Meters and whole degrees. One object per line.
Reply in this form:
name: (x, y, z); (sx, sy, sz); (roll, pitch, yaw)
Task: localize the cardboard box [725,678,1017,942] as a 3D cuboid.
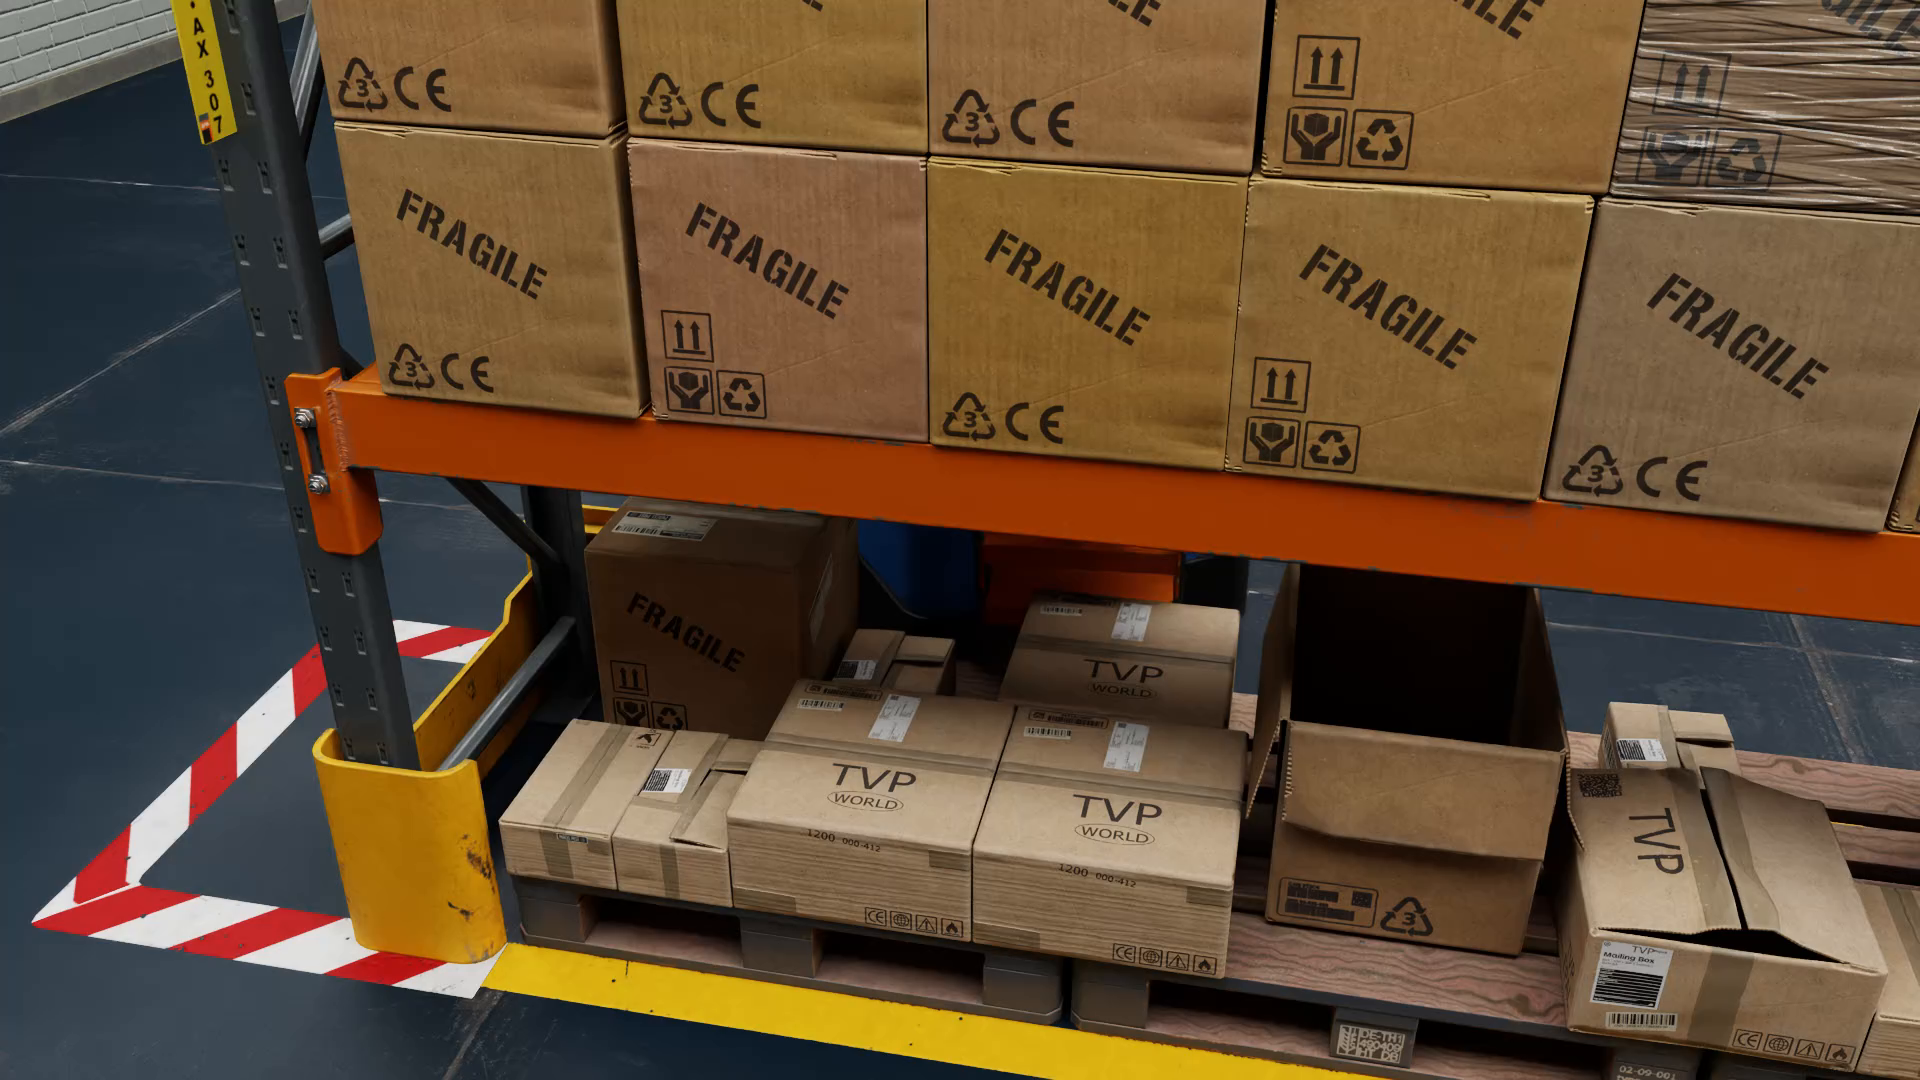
cardboard box: (-0.170, 0.556, 3.517); (0.500, 0.250, 0.500); (6, 29, 11)

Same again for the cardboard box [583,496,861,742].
cardboard box: (-0.548, 0.147, 4.003); (0.500, 0.500, 0.500); (6, 29, 11)

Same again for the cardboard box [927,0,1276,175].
cardboard box: (0.249, -0.908, 2.640); (0.500, 0.500, 0.500); (6, 29, 11)

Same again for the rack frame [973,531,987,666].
rack frame: (0.055, -0.071, 4.056); (0.015, 1.200, 0.240); (3, 41, 7)

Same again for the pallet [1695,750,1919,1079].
pallet: (2.109, 0.860, 3.460); (1.213, 0.211, 1.003); (6, 29, 11)

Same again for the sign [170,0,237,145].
sign: (-1.245, -0.820, 2.723); (0.005, 0.325, 0.100); (6, 29, 11)

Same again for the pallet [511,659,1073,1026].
pallet: (-0.277, 0.615, 3.907); (1.213, 0.211, 1.003); (6, 29, 11)

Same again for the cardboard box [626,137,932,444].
cardboard box: (-0.247, -0.522, 2.975); (0.500, 0.500, 0.500); (6, 29, 10)

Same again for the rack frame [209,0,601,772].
rack frame: (-1.131, -0.695, 3.397); (0.127, 3.000, 1.000); (6, 29, 11)

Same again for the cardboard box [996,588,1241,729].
cardboard box: (0.375, 0.366, 3.863); (0.500, 0.250, 0.500); (6, 29, 11)

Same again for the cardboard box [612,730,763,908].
cardboard box: (-0.549, 0.583, 3.554); (0.250, 0.166, 0.380); (6, 29, 11)

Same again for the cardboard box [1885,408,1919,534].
cardboard box: (1.734, -0.319, 2.605); (0.500, 0.500, 0.500); (7, 29, 12)

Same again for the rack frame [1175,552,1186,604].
rack frame: (0.539, -0.045, 3.998); (0.015, 1.200, 0.240); (3, 41, 7)

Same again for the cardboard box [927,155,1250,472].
cardboard box: (0.243, -0.470, 2.881); (0.500, 0.500, 0.500); (6, 29, 10)

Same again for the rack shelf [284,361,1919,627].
rack shelf: (0.824, -0.179, 3.203); (4.000, 0.370, 1.077); (6, 29, 11)

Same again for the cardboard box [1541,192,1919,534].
cardboard box: (1.231, -0.369, 2.697); (0.500, 0.500, 0.500); (7, 29, 12)

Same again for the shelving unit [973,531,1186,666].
shelving unit: (0.297, -0.058, 4.027); (0.503, 1.200, 0.258); (3, 41, 7)

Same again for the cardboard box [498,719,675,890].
cardboard box: (-0.794, 0.565, 3.604); (0.250, 0.149, 0.380); (6, 29, 11)

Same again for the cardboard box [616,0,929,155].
cardboard box: (-0.240, -0.961, 2.736); (0.500, 0.500, 0.500); (6, 29, 11)

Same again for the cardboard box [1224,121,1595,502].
cardboard box: (0.732, -0.419, 2.788); (0.500, 0.500, 0.500); (6, 29, 11)

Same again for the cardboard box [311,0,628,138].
cardboard box: (-0.753, -1.010, 2.825); (0.500, 0.500, 0.500); (7, 29, 12)

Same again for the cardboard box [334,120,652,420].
cardboard box: (-0.753, -0.571, 3.065); (0.500, 0.500, 0.500); (6, 29, 12)

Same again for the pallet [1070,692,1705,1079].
pallet: (0.912, 0.738, 3.682); (1.213, 0.211, 1.003); (6, 29, 11)

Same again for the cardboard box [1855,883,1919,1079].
cardboard box: (1.785, 0.830, 3.121); (0.250, 0.149, 0.380); (6, 29, 11)

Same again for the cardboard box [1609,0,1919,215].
cardboard box: (1.237, -0.807, 2.454); (0.500, 0.500, 0.500); (6, 29, 11)

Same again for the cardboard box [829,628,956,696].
cardboard box: (-0.171, 0.376, 3.932); (0.250, 0.166, 0.380); (6, 29, 11)

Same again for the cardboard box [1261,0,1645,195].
cardboard box: (0.746, -0.858, 2.548); (0.500, 0.500, 0.500); (6, 29, 10)

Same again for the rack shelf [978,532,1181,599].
rack shelf: (0.300, -0.007, 4.071); (0.480, 0.148, 0.258); (3, 41, 7)

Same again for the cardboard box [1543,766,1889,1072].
cardboard box: (1.430, 0.693, 3.202); (0.500, 0.311, 0.500); (6, 29, 11)

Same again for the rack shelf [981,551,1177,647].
rack shelf: (0.307, 0.144, 4.200); (0.480, 0.148, 0.258); (3, 41, 7)

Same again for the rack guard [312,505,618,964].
rack guard: (-1.057, 0.409, 3.983); (0.348, 0.500, 1.175); (6, 29, 11)

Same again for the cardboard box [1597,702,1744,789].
cardboard box: (1.567, 0.530, 3.651); (0.250, 0.166, 0.380); (6, 29, 11)

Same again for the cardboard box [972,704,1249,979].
cardboard box: (0.319, 0.606, 3.425); (0.500, 0.250, 0.500); (6, 29, 11)

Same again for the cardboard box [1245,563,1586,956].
cardboard box: (0.942, 0.422, 3.498); (0.637, 0.503, 0.797); (6, 29, 11)

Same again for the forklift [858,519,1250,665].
forklift: (-0.257, -1.559, 5.045); (1.130, 2.935, 3.031); (-12, 31, -21)
